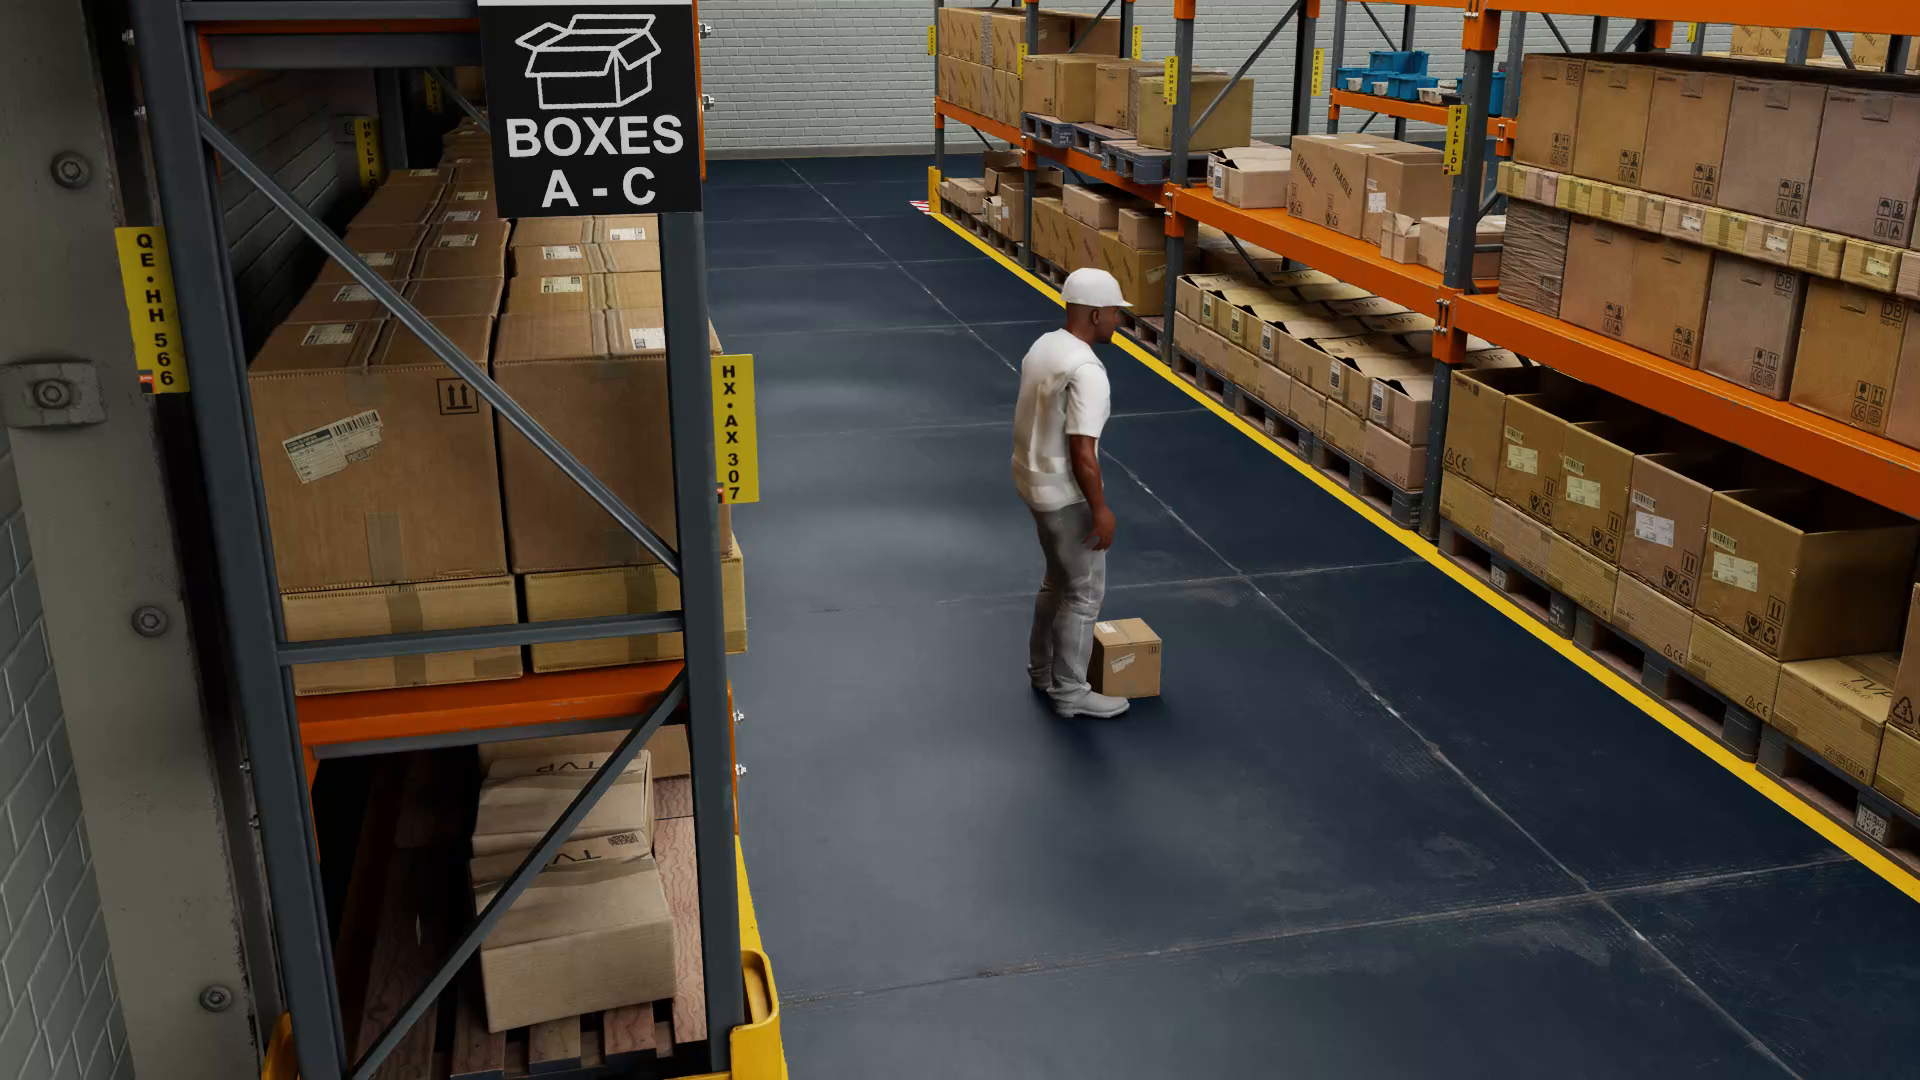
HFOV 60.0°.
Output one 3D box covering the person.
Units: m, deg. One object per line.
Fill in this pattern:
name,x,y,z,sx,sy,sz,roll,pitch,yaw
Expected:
person,0.449,-0.192,6.585,0.457,1.761,0.628,-5,20,-15
